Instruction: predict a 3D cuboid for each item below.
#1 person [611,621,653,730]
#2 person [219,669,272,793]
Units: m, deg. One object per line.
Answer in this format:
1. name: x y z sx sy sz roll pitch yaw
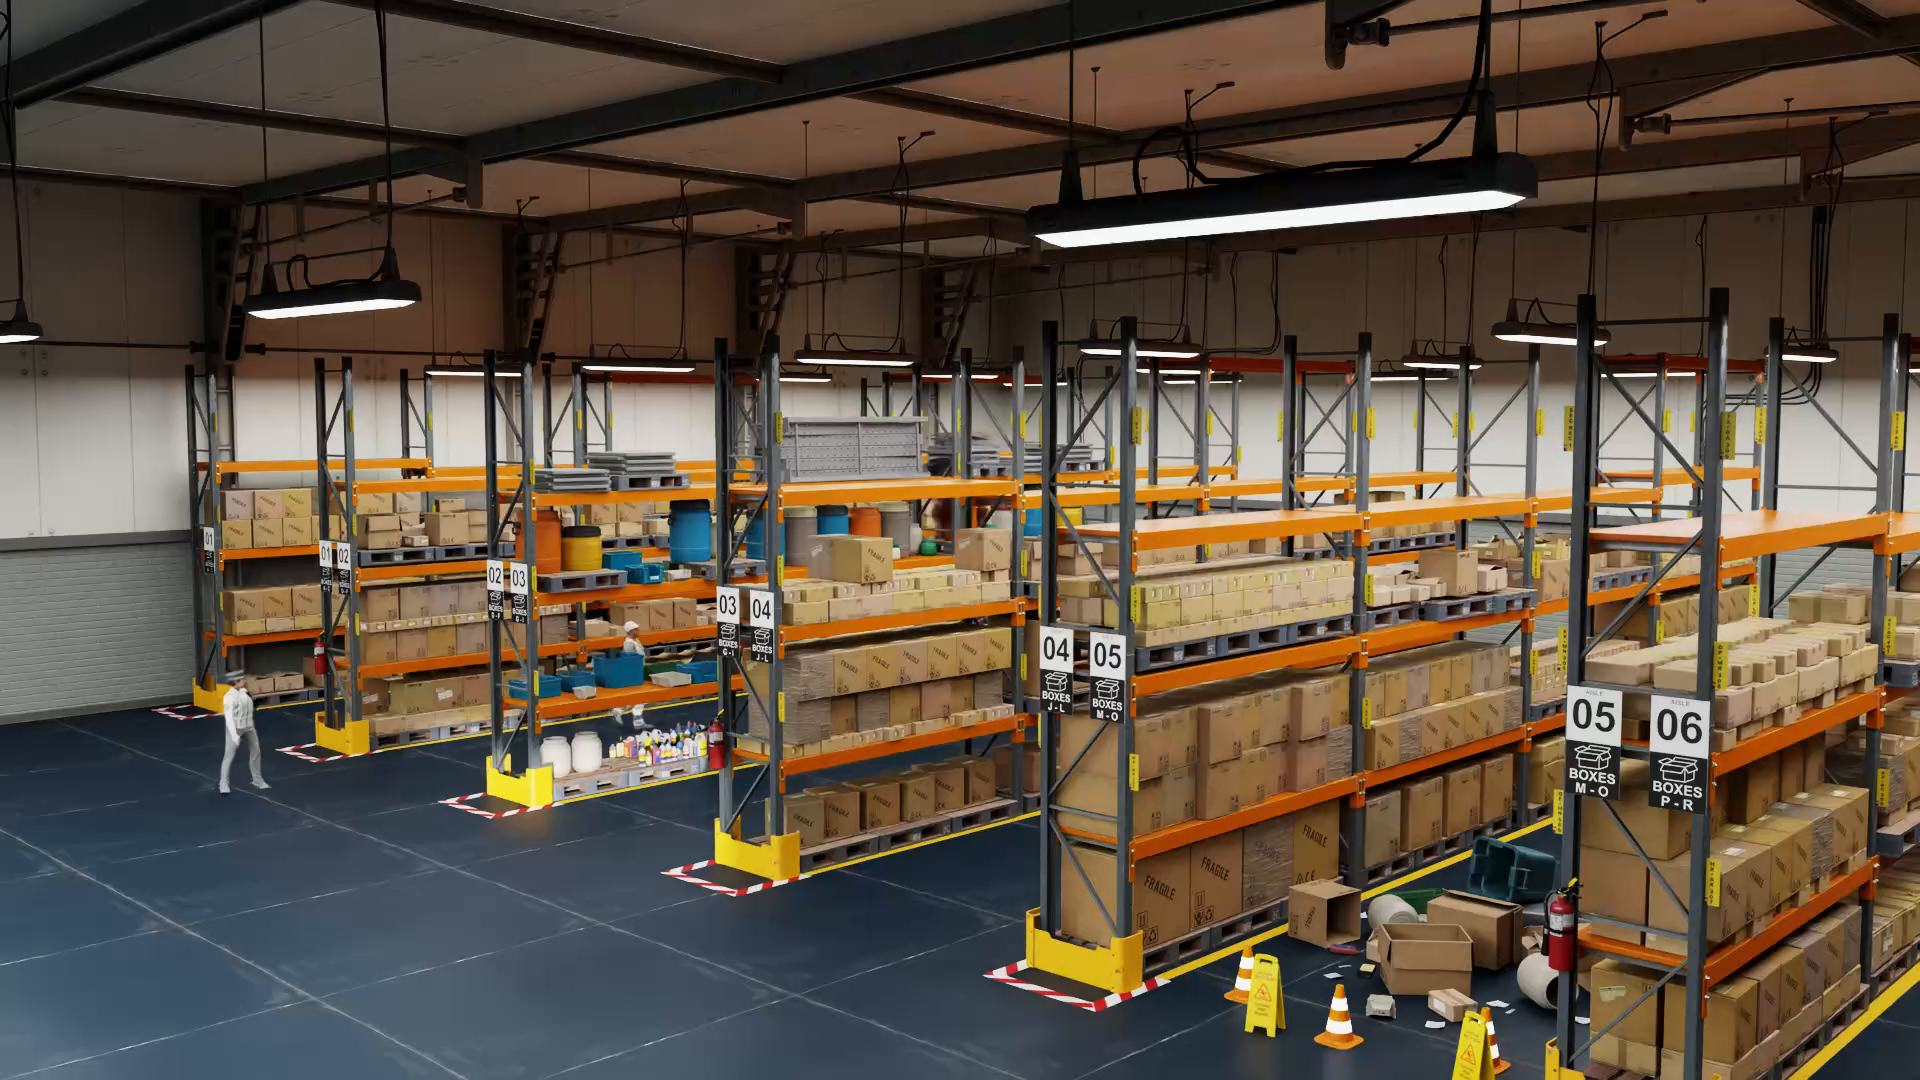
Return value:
1. person: -5.339 2.196 27.030 0.669 1.778 0.553 -1 4 -11
2. person: -9.814 2.609 22.706 0.477 1.716 0.613 2 5 24
